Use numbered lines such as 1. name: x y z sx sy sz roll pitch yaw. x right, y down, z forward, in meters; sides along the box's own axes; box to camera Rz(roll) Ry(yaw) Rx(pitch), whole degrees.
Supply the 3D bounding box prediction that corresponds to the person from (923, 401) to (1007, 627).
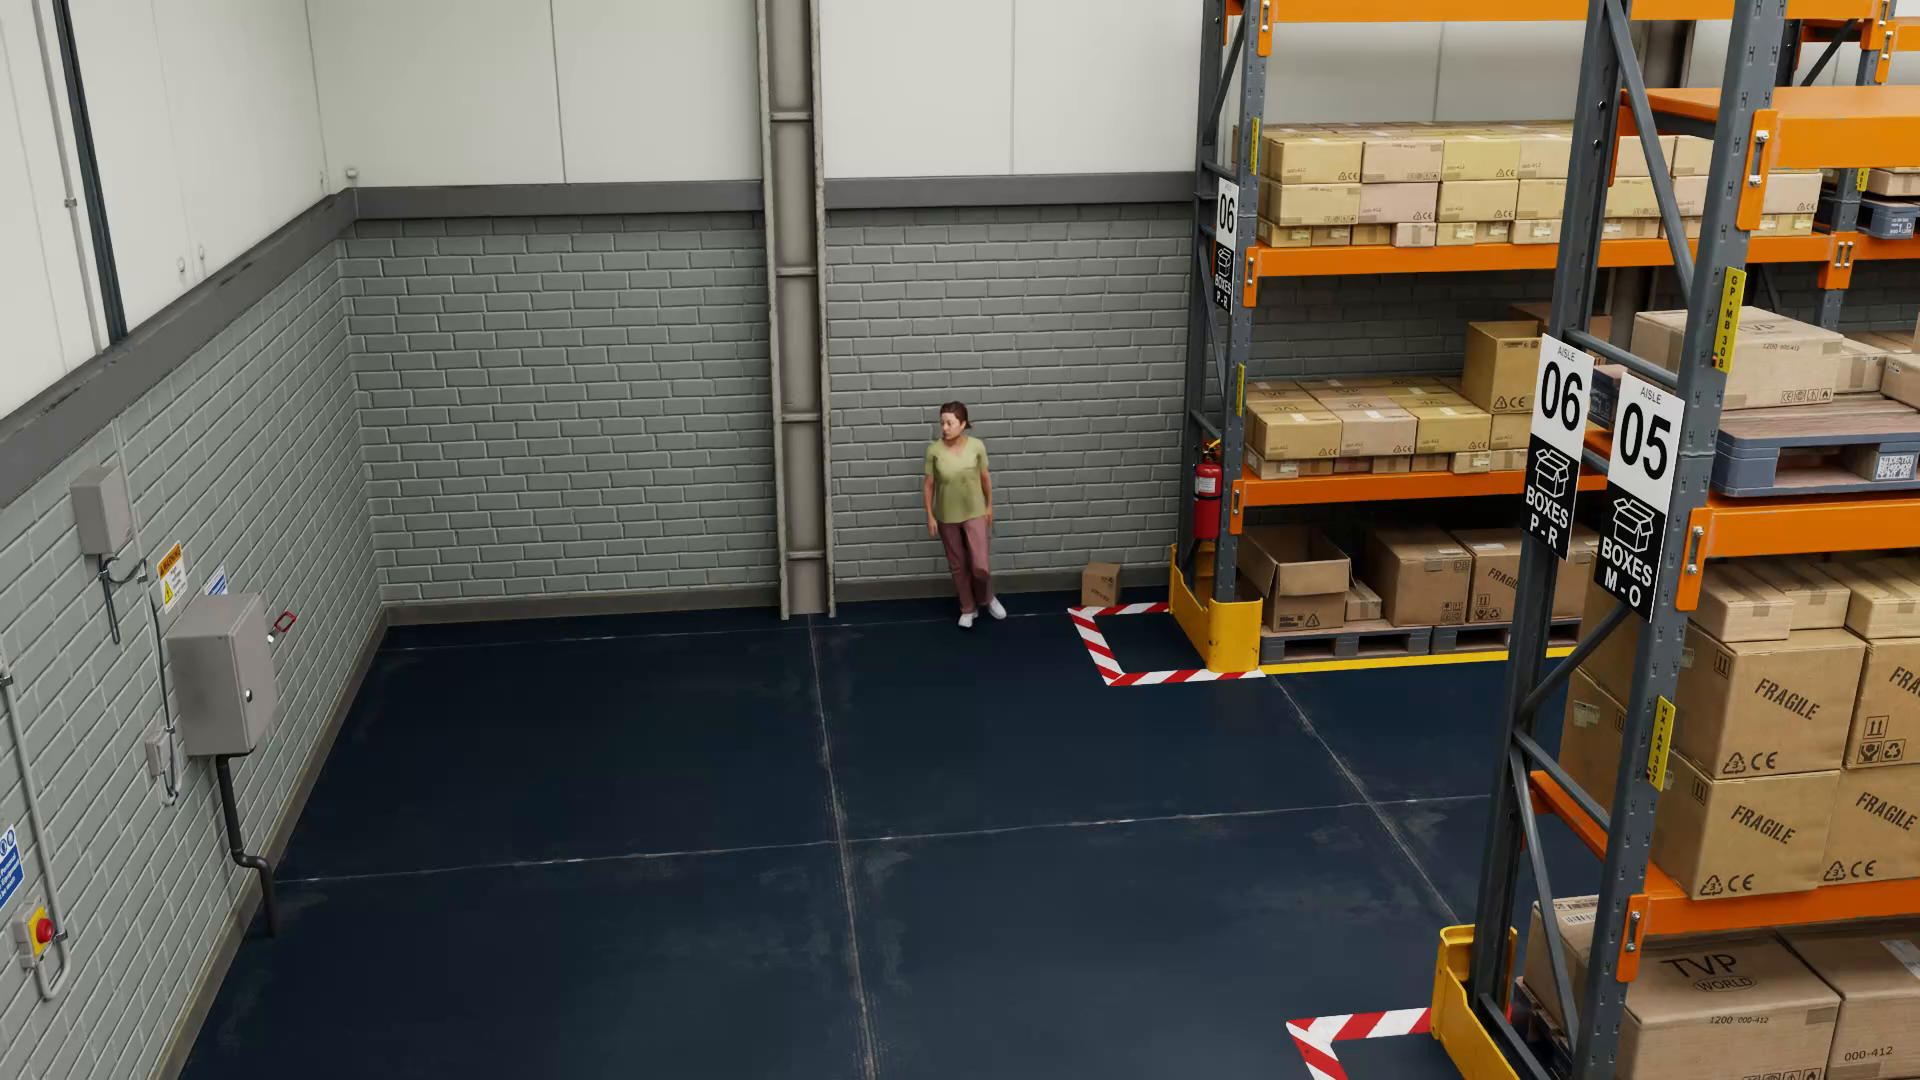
1. person: 0.036 -0.161 11.473 0.580 1.649 0.483 2 20 6
